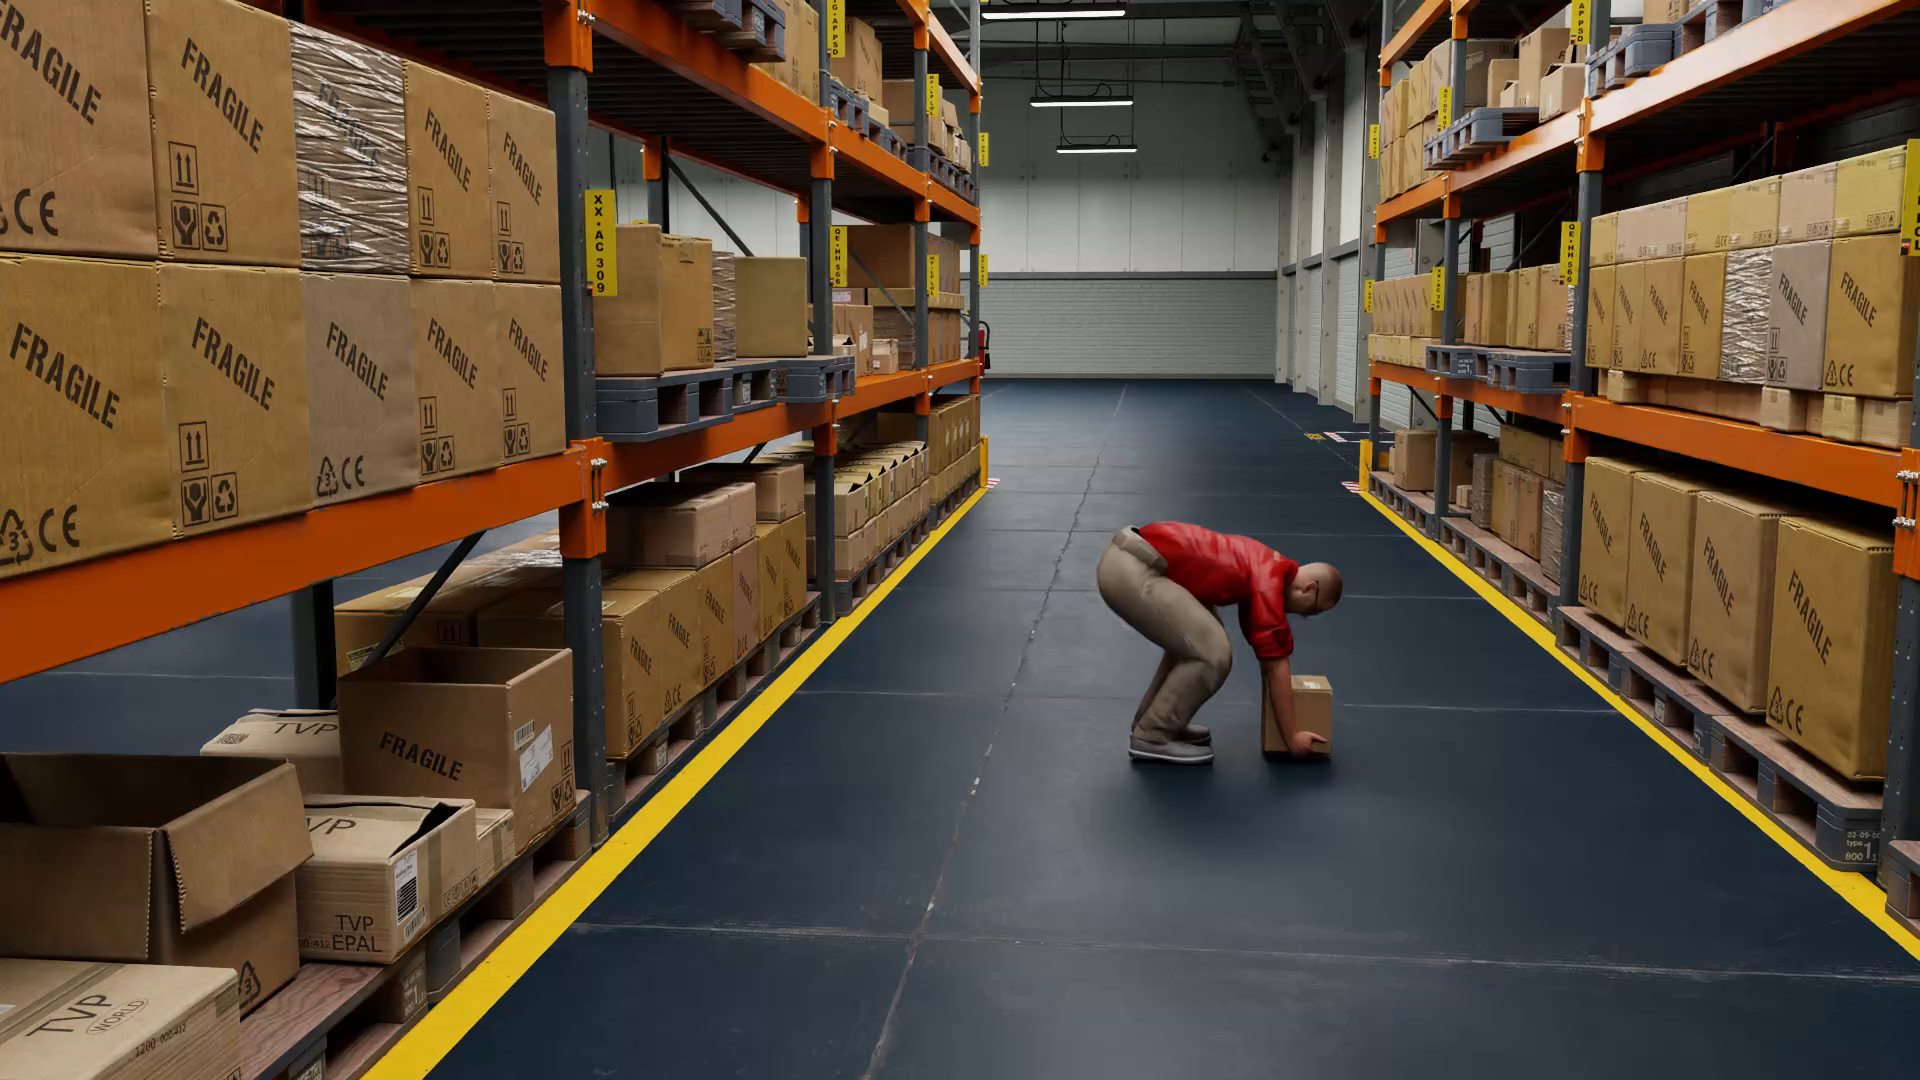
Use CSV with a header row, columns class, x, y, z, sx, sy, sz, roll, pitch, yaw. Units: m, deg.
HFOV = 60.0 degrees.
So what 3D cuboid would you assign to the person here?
class,x,y,z,sx,sy,sz,roll,pitch,yaw
person,1.040,0.390,6.506,0.896,0.917,0.514,0,8,3
